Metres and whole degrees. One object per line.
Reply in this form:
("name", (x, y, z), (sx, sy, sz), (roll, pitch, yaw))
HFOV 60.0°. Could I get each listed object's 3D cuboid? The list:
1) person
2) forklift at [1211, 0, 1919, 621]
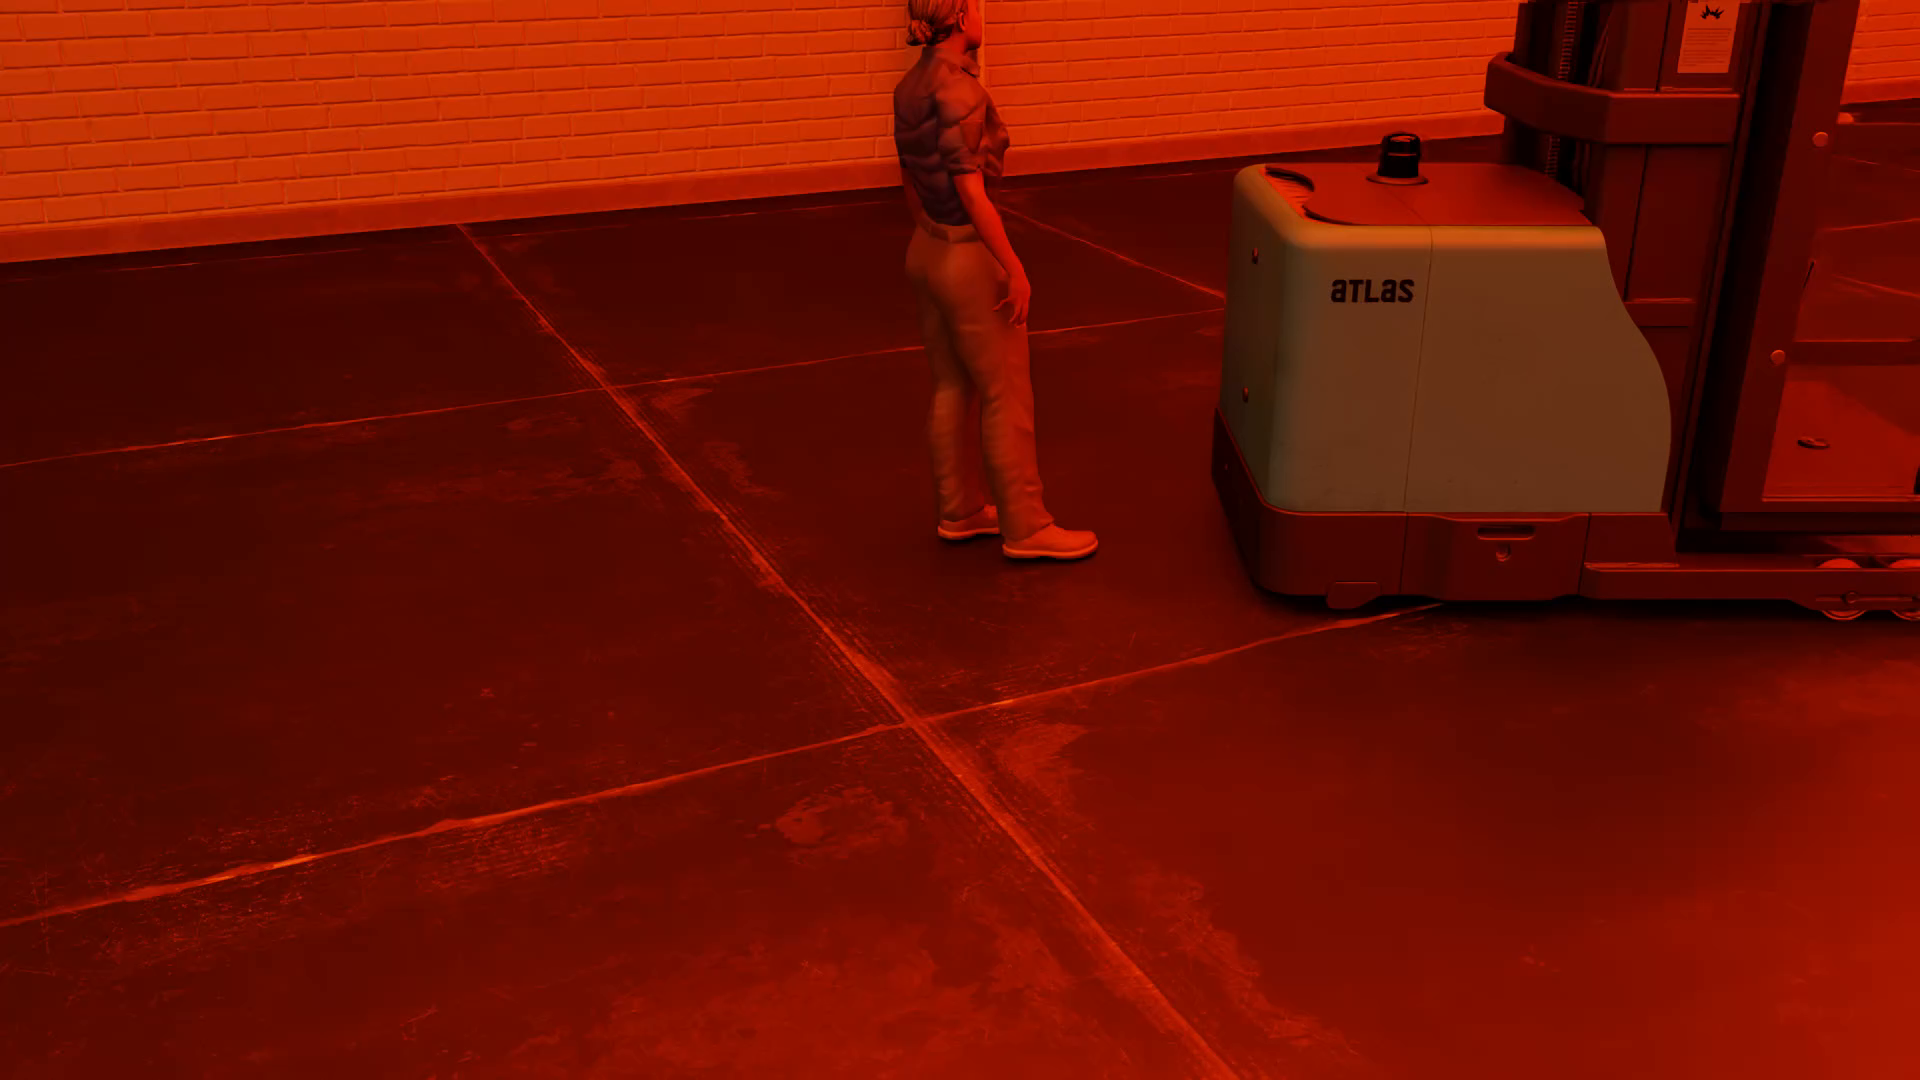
("person", (0.088, -0.778, 4.804), (0.504, 1.655, 0.569), (-10, 25, -23))
("forklift", (2.336, -1.337, 4.504), (3.031, 2.935, 1.130), (0, 23, 0))
